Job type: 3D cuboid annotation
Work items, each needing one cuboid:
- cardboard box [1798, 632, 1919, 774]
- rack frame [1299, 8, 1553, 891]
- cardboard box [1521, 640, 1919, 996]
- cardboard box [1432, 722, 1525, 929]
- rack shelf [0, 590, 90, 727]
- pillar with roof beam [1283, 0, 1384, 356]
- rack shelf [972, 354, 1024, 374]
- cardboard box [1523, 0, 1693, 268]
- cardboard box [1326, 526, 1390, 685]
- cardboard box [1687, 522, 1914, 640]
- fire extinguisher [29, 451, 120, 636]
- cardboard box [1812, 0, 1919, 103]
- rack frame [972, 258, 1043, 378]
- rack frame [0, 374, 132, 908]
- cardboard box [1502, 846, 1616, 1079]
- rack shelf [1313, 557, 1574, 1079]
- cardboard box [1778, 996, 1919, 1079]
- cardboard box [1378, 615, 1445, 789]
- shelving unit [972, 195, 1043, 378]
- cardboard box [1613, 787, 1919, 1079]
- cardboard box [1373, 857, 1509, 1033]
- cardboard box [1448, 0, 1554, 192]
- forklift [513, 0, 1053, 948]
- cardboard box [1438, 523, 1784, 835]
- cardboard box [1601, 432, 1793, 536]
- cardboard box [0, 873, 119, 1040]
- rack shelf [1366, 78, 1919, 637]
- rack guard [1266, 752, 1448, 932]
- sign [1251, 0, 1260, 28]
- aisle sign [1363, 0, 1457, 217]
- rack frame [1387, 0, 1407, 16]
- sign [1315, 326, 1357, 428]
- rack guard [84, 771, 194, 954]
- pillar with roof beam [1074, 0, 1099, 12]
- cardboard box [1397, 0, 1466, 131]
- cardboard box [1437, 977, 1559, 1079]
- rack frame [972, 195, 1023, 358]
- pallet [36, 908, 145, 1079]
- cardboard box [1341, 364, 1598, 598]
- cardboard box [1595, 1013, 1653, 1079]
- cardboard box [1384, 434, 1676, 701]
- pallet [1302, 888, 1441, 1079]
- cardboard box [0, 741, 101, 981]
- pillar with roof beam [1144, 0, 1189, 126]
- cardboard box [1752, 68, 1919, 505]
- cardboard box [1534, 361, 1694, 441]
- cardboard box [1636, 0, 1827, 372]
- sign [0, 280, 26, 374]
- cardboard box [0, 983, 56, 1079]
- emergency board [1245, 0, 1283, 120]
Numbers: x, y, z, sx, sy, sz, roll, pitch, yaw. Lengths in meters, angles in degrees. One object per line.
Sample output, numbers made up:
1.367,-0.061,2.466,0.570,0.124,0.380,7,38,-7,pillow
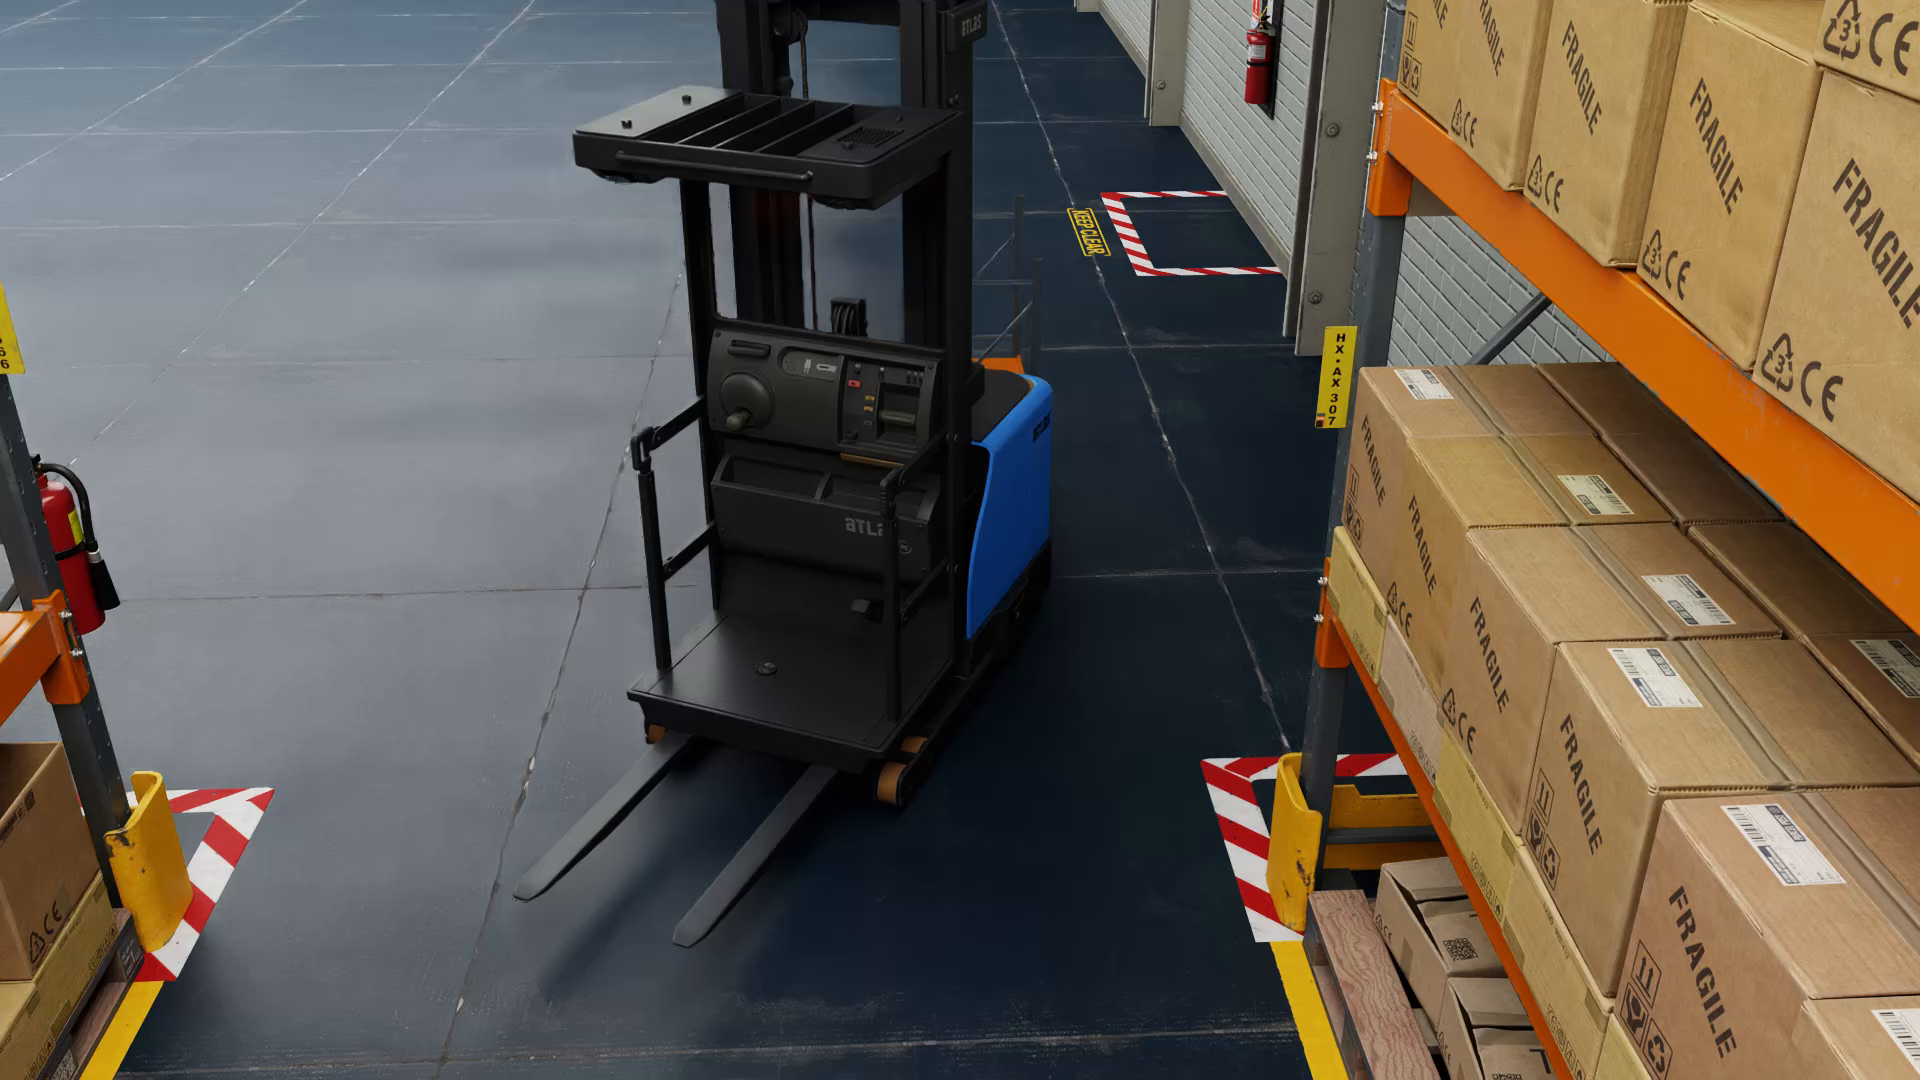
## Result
1.988,0.524,3.331,0.500,0.500,0.500,-1,28,-2,cardboard box
1.677,-0.118,5.232,1.000,3.000,0.127,-1,28,-3,rack frame
1.477,0.541,3.299,0.500,0.500,0.500,-1,28,-1,cardboard box
1.447,0.648,3.904,0.500,0.250,0.500,-2,28,-3,cardboard box
-3.166,1.246,3.395,1.077,0.370,4.000,-1,28,-3,rack shelf
-2.035,-5.142,8.378,9.100,9.000,0.400,-1,28,-3,pillar with roof beam
0.092,-0.654,8.271,0.538,0.185,1.000,-1,28,-3,rack shelf
1.468,-0.852,3.266,0.500,0.500,0.500,0,28,0,cardboard box
1.385,0.173,4.815,0.500,0.250,0.500,-2,28,-4,cardboard box
1.961,0.292,3.777,0.500,0.500,0.500,-2,28,-4,cardboard box
-2.812,-0.028,5.143,0.296,0.674,0.183,-1,28,-3,fire extinguisher
1.512,-0.815,2.115,0.500,0.500,0.500,-2,28,-4,cardboard box
0.118,-0.579,7.738,0.500,1.500,0.032,-1,28,-3,rack frame
-3.270,0.004,4.999,1.000,3.000,0.127,-1,28,-3,rack frame
1.471,0.881,3.457,0.500,0.250,0.500,-1,28,-2,cardboard box
1.781,1.125,3.627,1.077,0.370,4.000,-1,28,-3,rack shelf
1.520,1.014,2.392,0.500,0.500,0.500,-2,28,-3,cardboard box
1.426,0.413,4.356,0.500,0.250,0.500,-2,28,-4,cardboard box
0.092,-0.809,8.180,0.587,1.500,1.083,-1,28,-3,shelving unit
1.505,0.781,2.839,0.500,0.500,0.500,-2,28,-4,cardboard box
1.623,1.201,5.135,0.500,0.311,0.500,-4,28,-8,cardboard box
1.437,-1.091,3.725,0.500,0.500,0.500,0,28,1,cardboard box
-0.603,-0.513,6.064,1.130,2.935,3.031,11,29,19,forklift
1.438,0.303,3.756,0.500,0.500,0.500,-2,28,-4,cardboard box
1.930,0.053,4.235,0.500,0.500,0.500,-1,28,-2,cardboard box
-2.947,1.277,5.077,0.500,0.250,0.500,-1,28,-3,cardboard box
1.781,-0.205,2.933,1.077,0.370,4.000,-1,28,-3,rack shelf
1.681,1.026,5.742,1.175,0.500,0.348,-1,28,-3,rack guard
2.247,-4.002,12.641,0.001,0.329,0.234,-1,28,-3,sign
1.373,-1.296,4.680,0.394,0.787,0.004,-1,28,-3,aisle sign
1.677,-2.777,3.844,1.000,3.000,0.127,-1,28,-3,rack frame
1.135,-0.488,5.006,0.100,0.325,0.005,-1,28,-3,sign
-3.271,1.101,5.598,1.175,0.500,0.348,-1,28,-3,rack guard
-2.662,-10.684,19.003,9.100,9.000,0.400,-1,28,-3,pillar with roof beam
1.444,-1.340,4.203,0.500,0.500,0.500,-1,28,-1,cardboard box
1.653,1.465,4.630,0.500,0.311,0.500,1,28,2,cardboard box
0.065,-1.048,8.638,0.500,1.500,0.032,-1,28,-3,rack frame
-3.188,1.592,4.969,1.003,0.211,1.213,-1,28,-3,pallet
1.401,-0.165,4.652,0.500,0.500,0.500,-1,28,-3,cardboard box
1.499,1.114,3.011,0.500,0.250,0.500,-2,28,-3,cardboard box
1.417,0.064,4.214,0.500,0.500,0.500,-1,28,-2,cardboard box
1.688,1.530,5.088,1.003,0.211,1.213,-1,28,-3,pallet
-2.945,0.945,4.903,0.500,0.500,0.500,-1,28,-3,cardboard box
-2.349,-7.913,13.691,9.100,9.000,0.400,-1,28,-3,pillar with roof beam
1.532,-0.370,2.341,0.500,0.500,0.500,-2,28,-5,cardboard box
1.914,-0.180,4.681,0.500,0.500,0.500,-2,28,-3,cardboard box
1.517,-0.605,2.792,0.500,0.500,0.500,0,28,1,cardboard box
-2.727,-0.621,4.689,0.100,0.325,0.005,-1,28,-3,sign
-2.909,1.508,4.634,0.500,0.250,0.500,-1,28,-3,cardboard box
2.173,-3.728,12.154,0.194,1.169,0.643,-1,28,-3,emergency board
